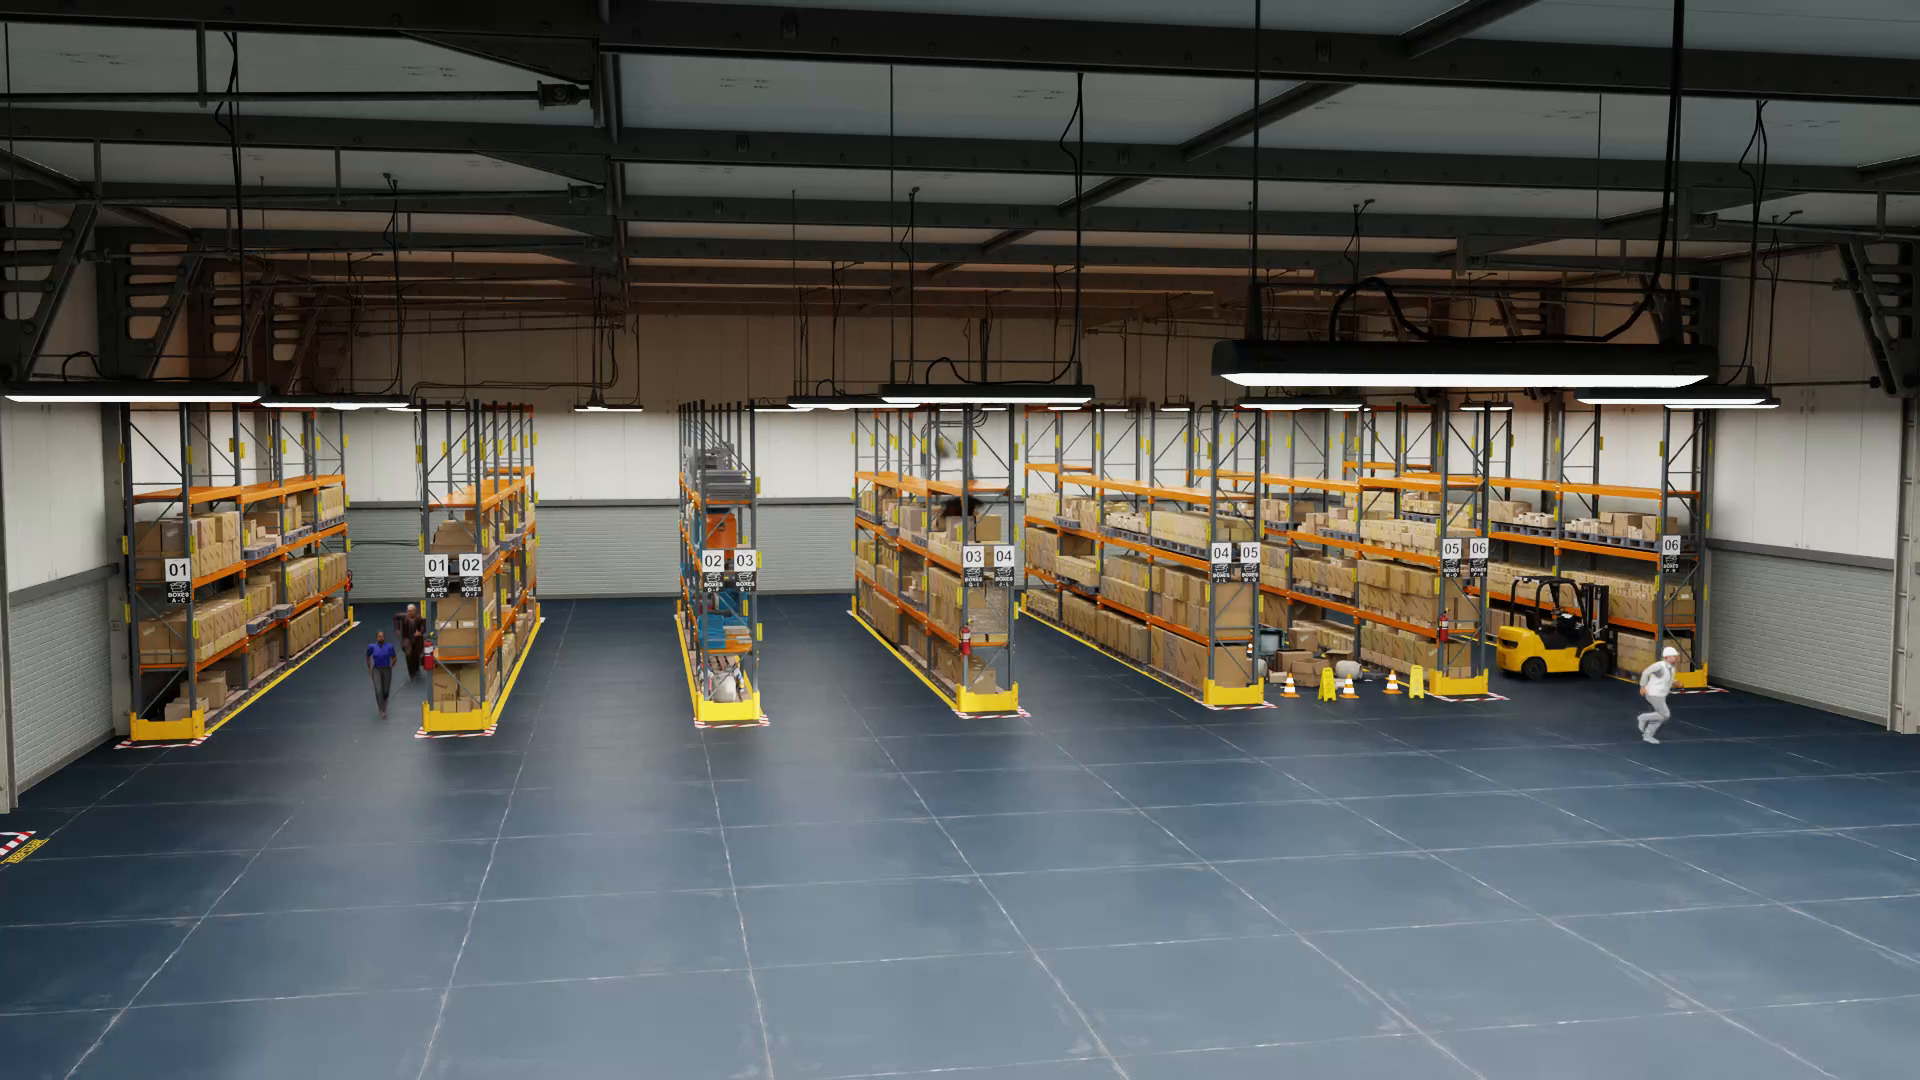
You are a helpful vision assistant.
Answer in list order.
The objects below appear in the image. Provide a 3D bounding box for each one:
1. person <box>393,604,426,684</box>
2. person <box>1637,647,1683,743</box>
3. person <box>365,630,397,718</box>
[{"bbox_3d":[-11.767,2.210,35.748,0.752,1.744,1.056,-1,4,-14],"label":"person"},{"bbox_3d":[12.205,2.700,28.973,0.721,1.703,0.647,4,6,43],"label":"person"},{"bbox_3d":[-11.047,2.526,31.741,0.559,1.640,0.836,-2,5,-23],"label":"person"}]
